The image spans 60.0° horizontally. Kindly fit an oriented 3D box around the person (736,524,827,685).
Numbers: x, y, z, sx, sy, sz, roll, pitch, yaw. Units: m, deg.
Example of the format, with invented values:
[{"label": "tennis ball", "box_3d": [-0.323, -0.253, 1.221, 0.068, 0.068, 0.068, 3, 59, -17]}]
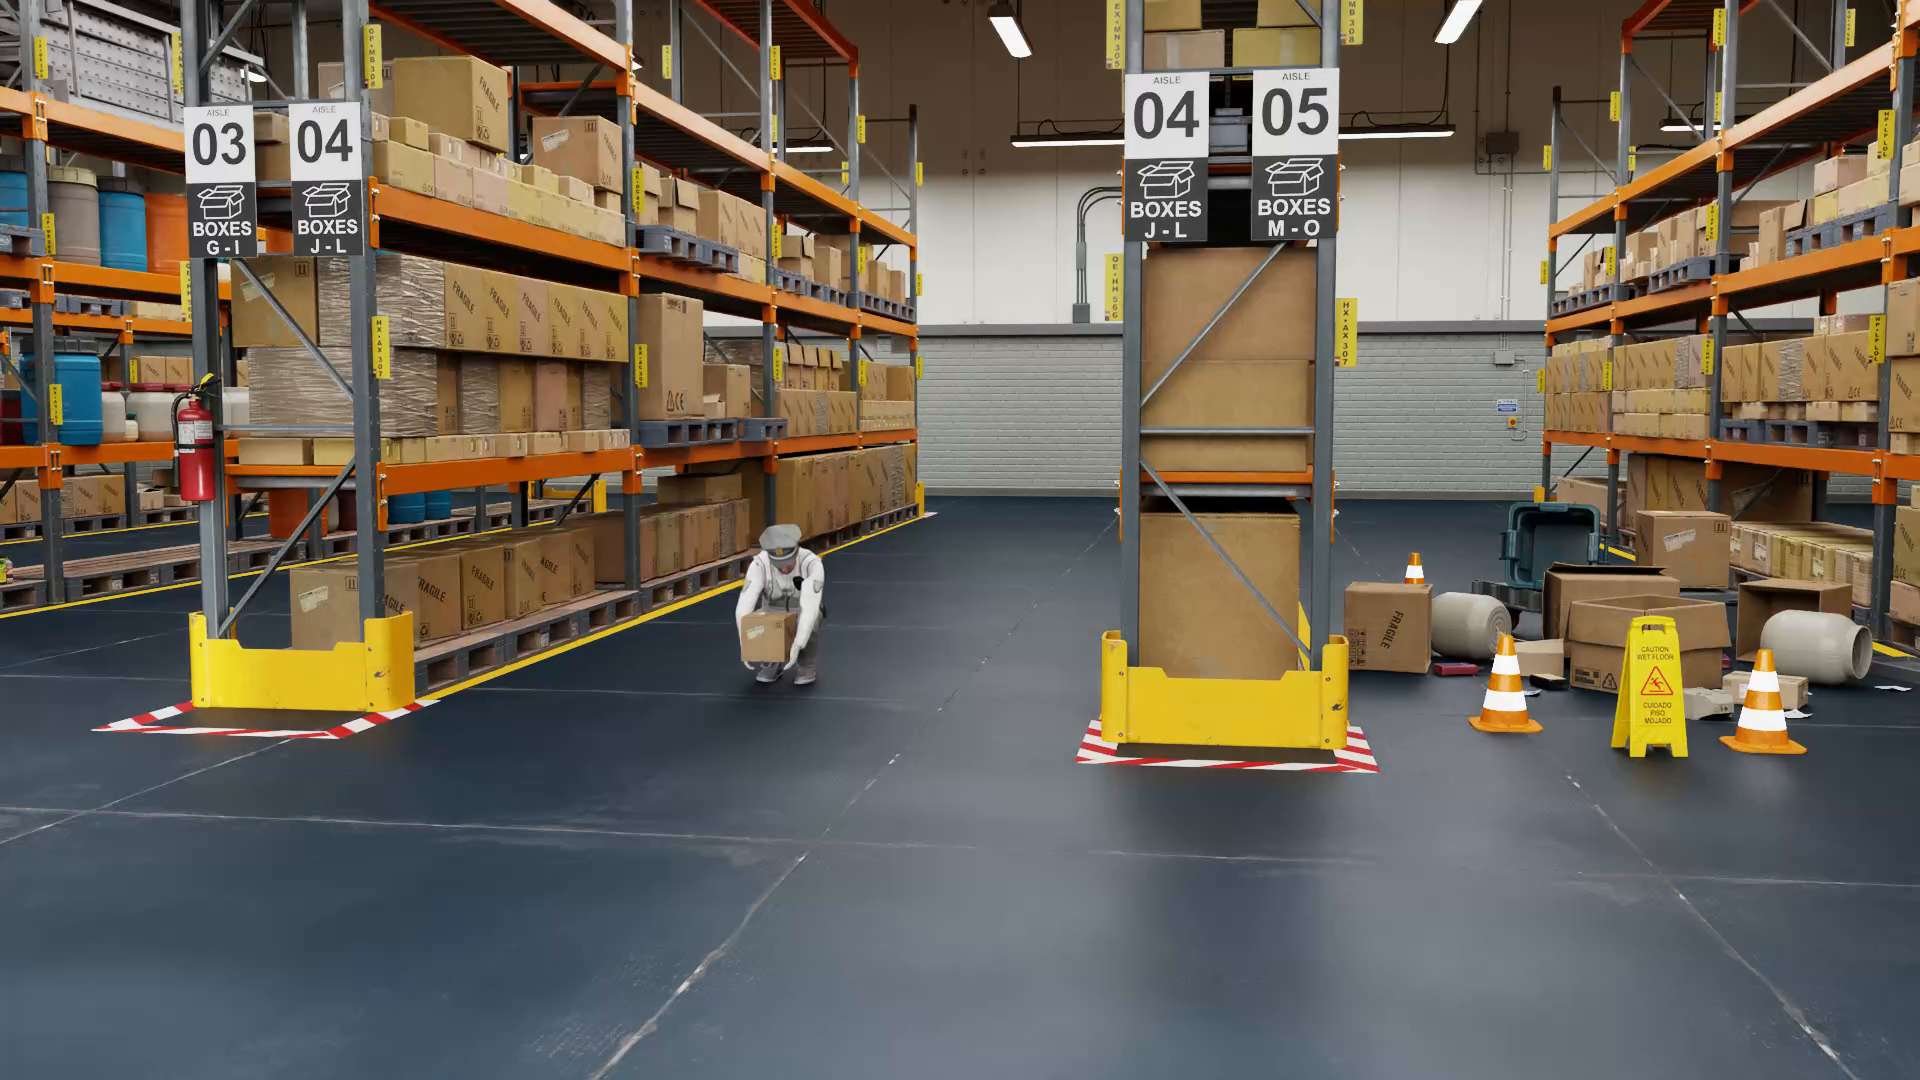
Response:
[{"label": "person", "box_3d": [-1.027, 0.374, 9.724, 0.491, 0.959, 0.832, 1, 5, 9]}]
